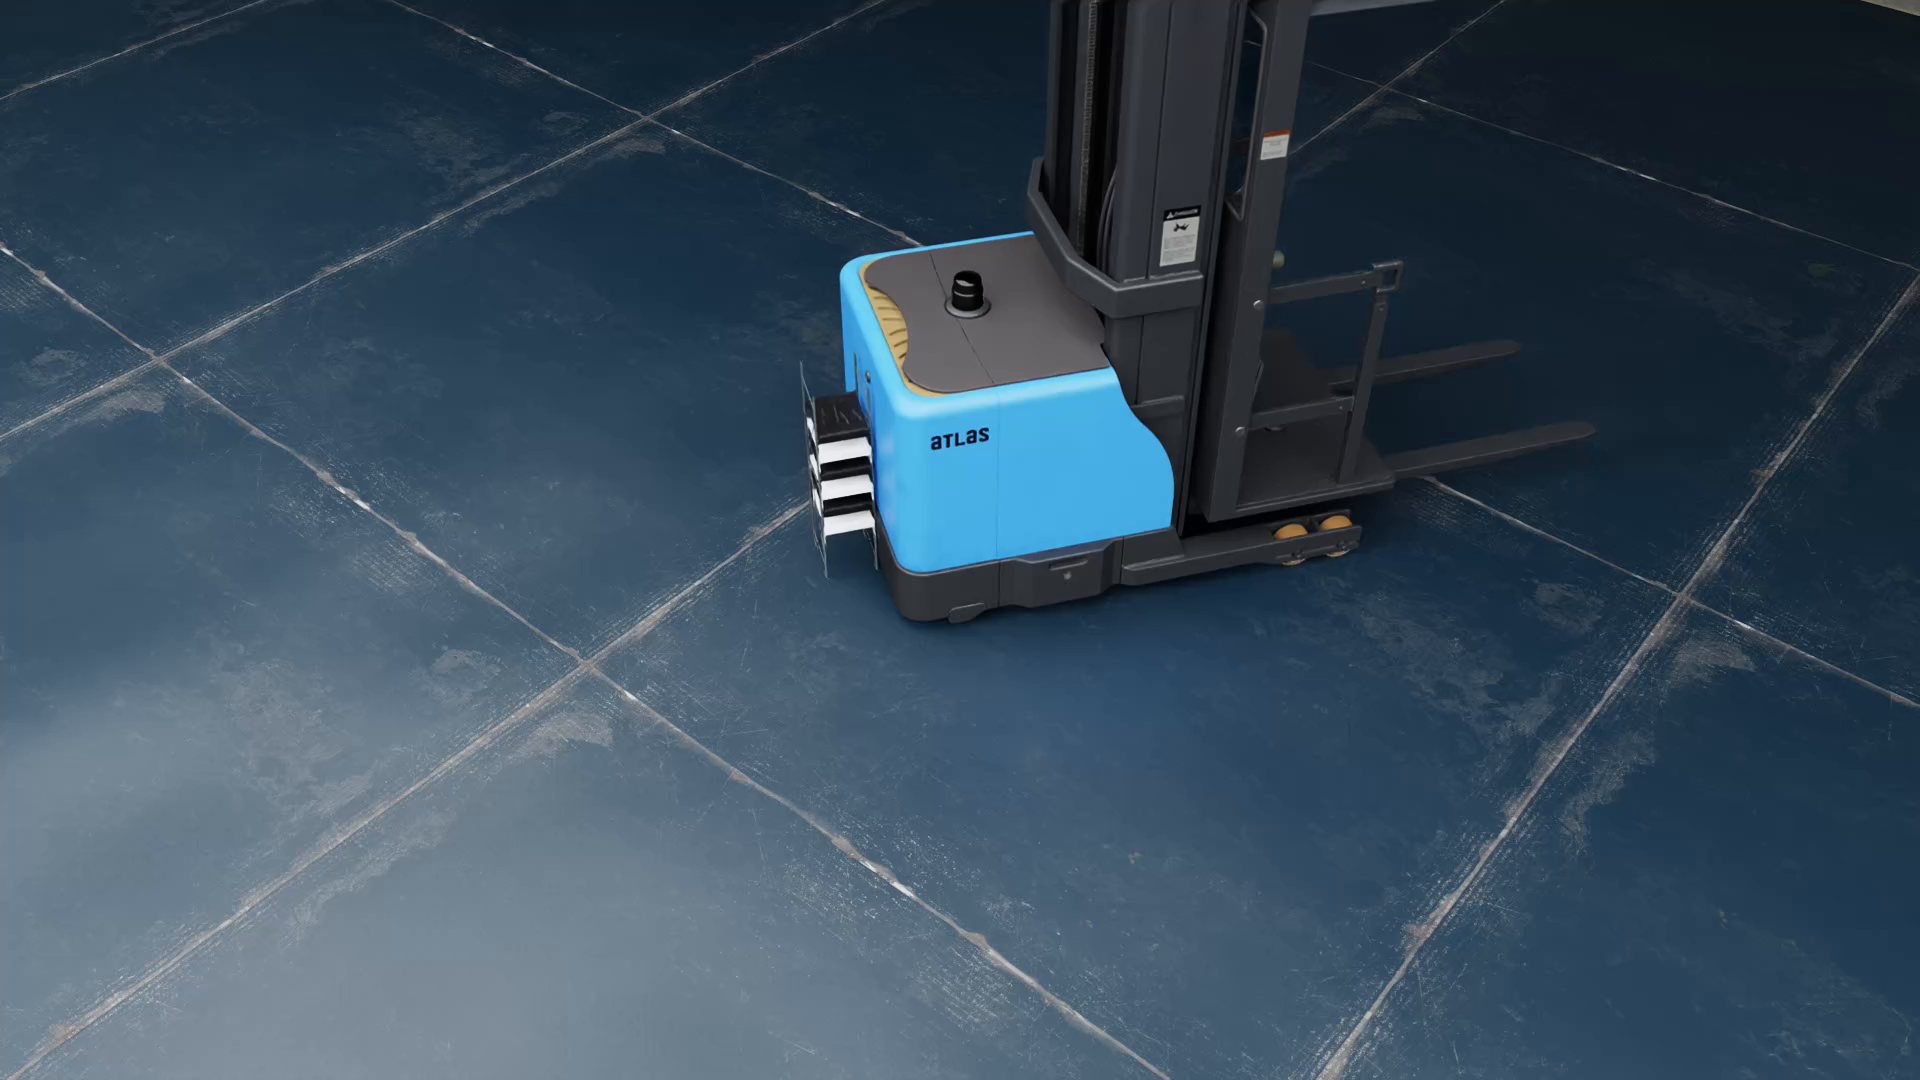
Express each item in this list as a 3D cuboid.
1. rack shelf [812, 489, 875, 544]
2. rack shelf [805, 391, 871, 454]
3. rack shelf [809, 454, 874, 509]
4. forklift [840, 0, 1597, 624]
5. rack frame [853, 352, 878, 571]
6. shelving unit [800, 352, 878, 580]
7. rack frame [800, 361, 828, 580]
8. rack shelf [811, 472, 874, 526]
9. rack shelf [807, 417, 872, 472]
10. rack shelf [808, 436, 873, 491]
[{"bbox_3d":[-0.460,-0.112,6.521,0.200,0.077,0.258,-11,43,-11],"label":"rack shelf"},{"bbox_3d":[-0.460,-0.445,6.219,0.200,0.077,0.258,-11,43,-11],"label":"rack shelf"},{"bbox_3d":[-0.460,-0.245,6.400,0.200,0.077,0.258,-11,43,-11],"label":"rack shelf"},{"bbox_3d":[1.103,-1.317,6.020,3.031,2.935,1.130,-11,43,-11],"label":"forklift"},{"bbox_3d":[-0.362,-0.288,6.398,0.006,0.900,0.240,-11,43,-11],"label":"rack frame"},{"bbox_3d":[-0.460,-0.270,6.378,0.210,0.900,0.258,-11,43,-11],"label":"shelving unit"},{"bbox_3d":[-0.558,-0.252,6.358,0.006,0.900,0.240,-11,43,-11],"label":"rack frame"},{"bbox_3d":[-0.460,-0.179,6.461,0.200,0.077,0.258,-11,43,-11],"label":"rack shelf"},{"bbox_3d":[-0.460,-0.378,6.279,0.200,0.077,0.258,-11,43,-11],"label":"rack shelf"},{"bbox_3d":[-0.460,-0.312,6.340,0.200,0.077,0.258,-11,43,-11],"label":"rack shelf"}]
